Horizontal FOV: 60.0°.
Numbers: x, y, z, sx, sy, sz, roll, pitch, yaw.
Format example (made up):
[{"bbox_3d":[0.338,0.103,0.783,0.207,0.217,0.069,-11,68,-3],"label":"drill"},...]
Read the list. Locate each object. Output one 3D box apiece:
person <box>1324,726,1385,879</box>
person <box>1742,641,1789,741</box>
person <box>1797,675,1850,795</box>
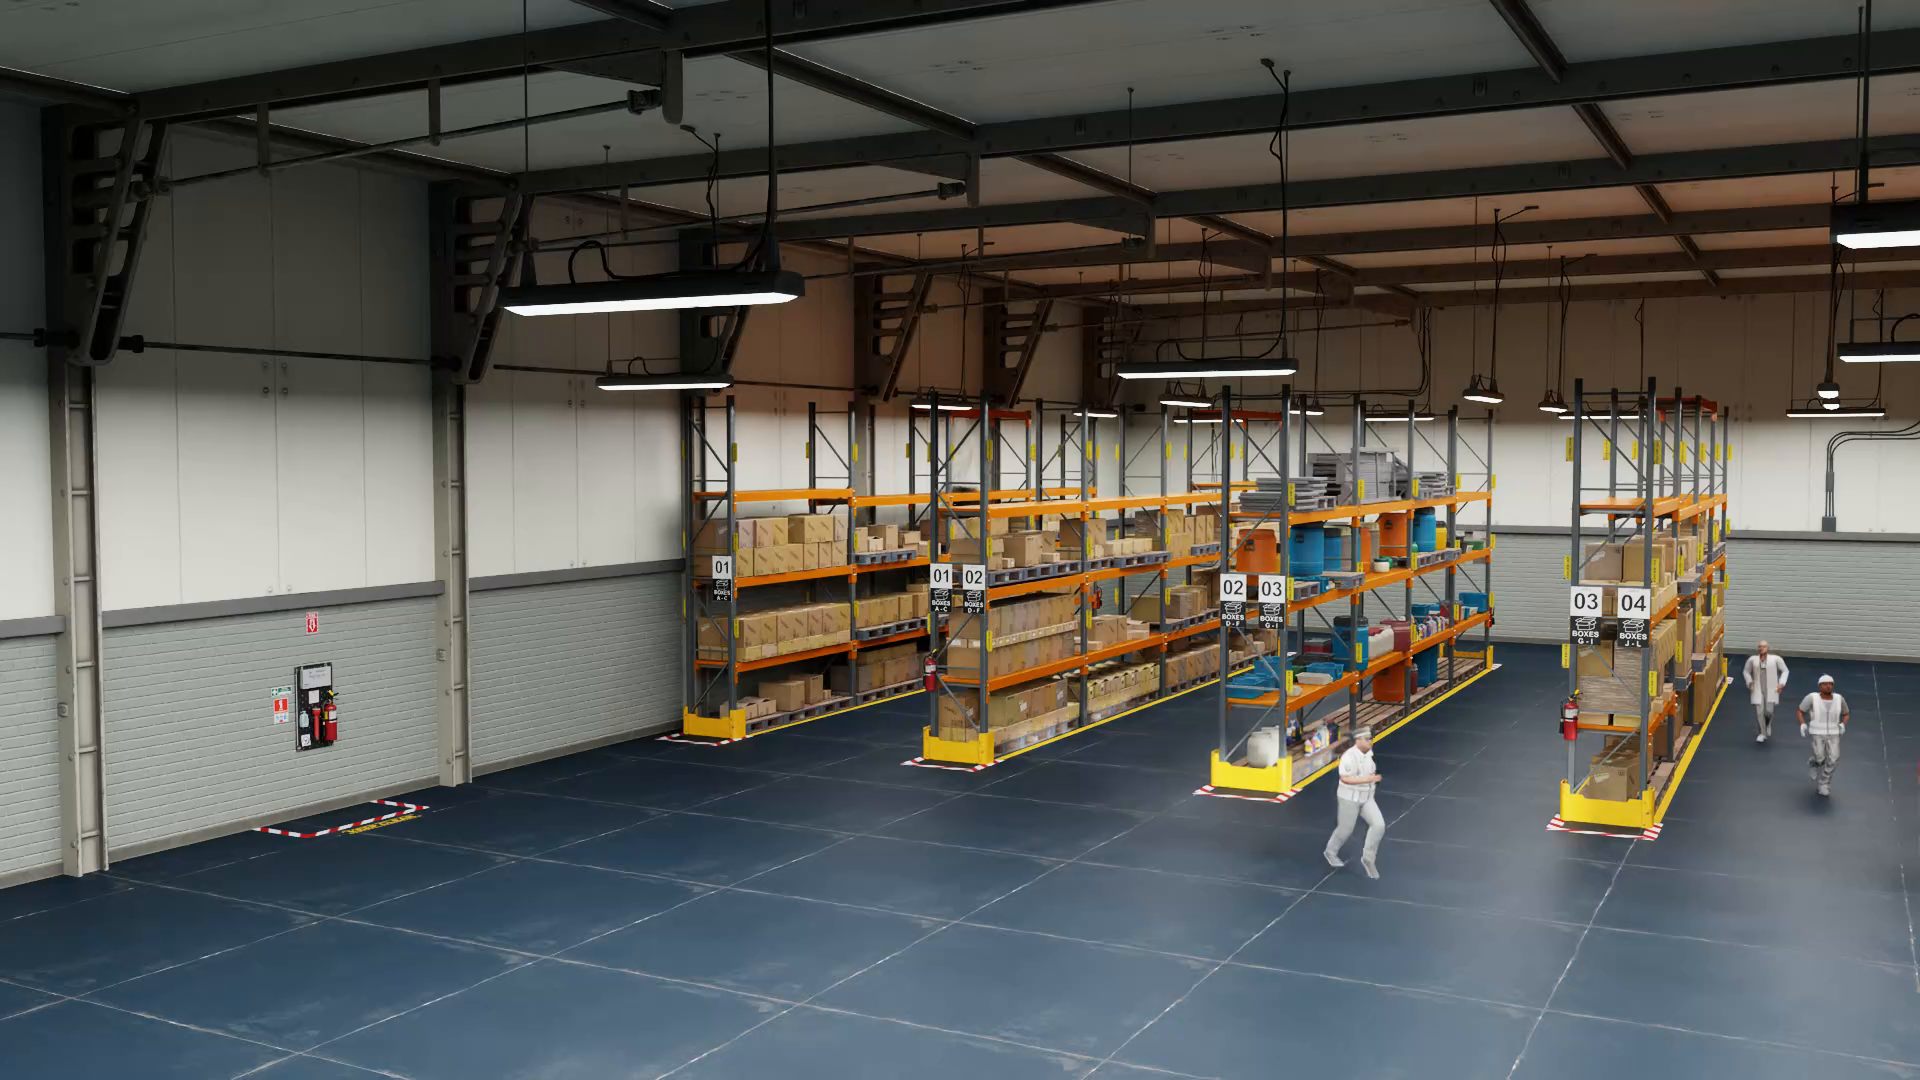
[{"bbox_3d":[4.684,3.093,19.744,0.687,1.830,0.876,-2,4,-37],"label":"person"},{"bbox_3d":[13.940,2.621,28.828,0.716,1.741,0.572,2,4,33],"label":"person"},{"bbox_3d":[12.726,2.858,24.477,0.699,1.744,0.596,1,3,14],"label":"person"}]
